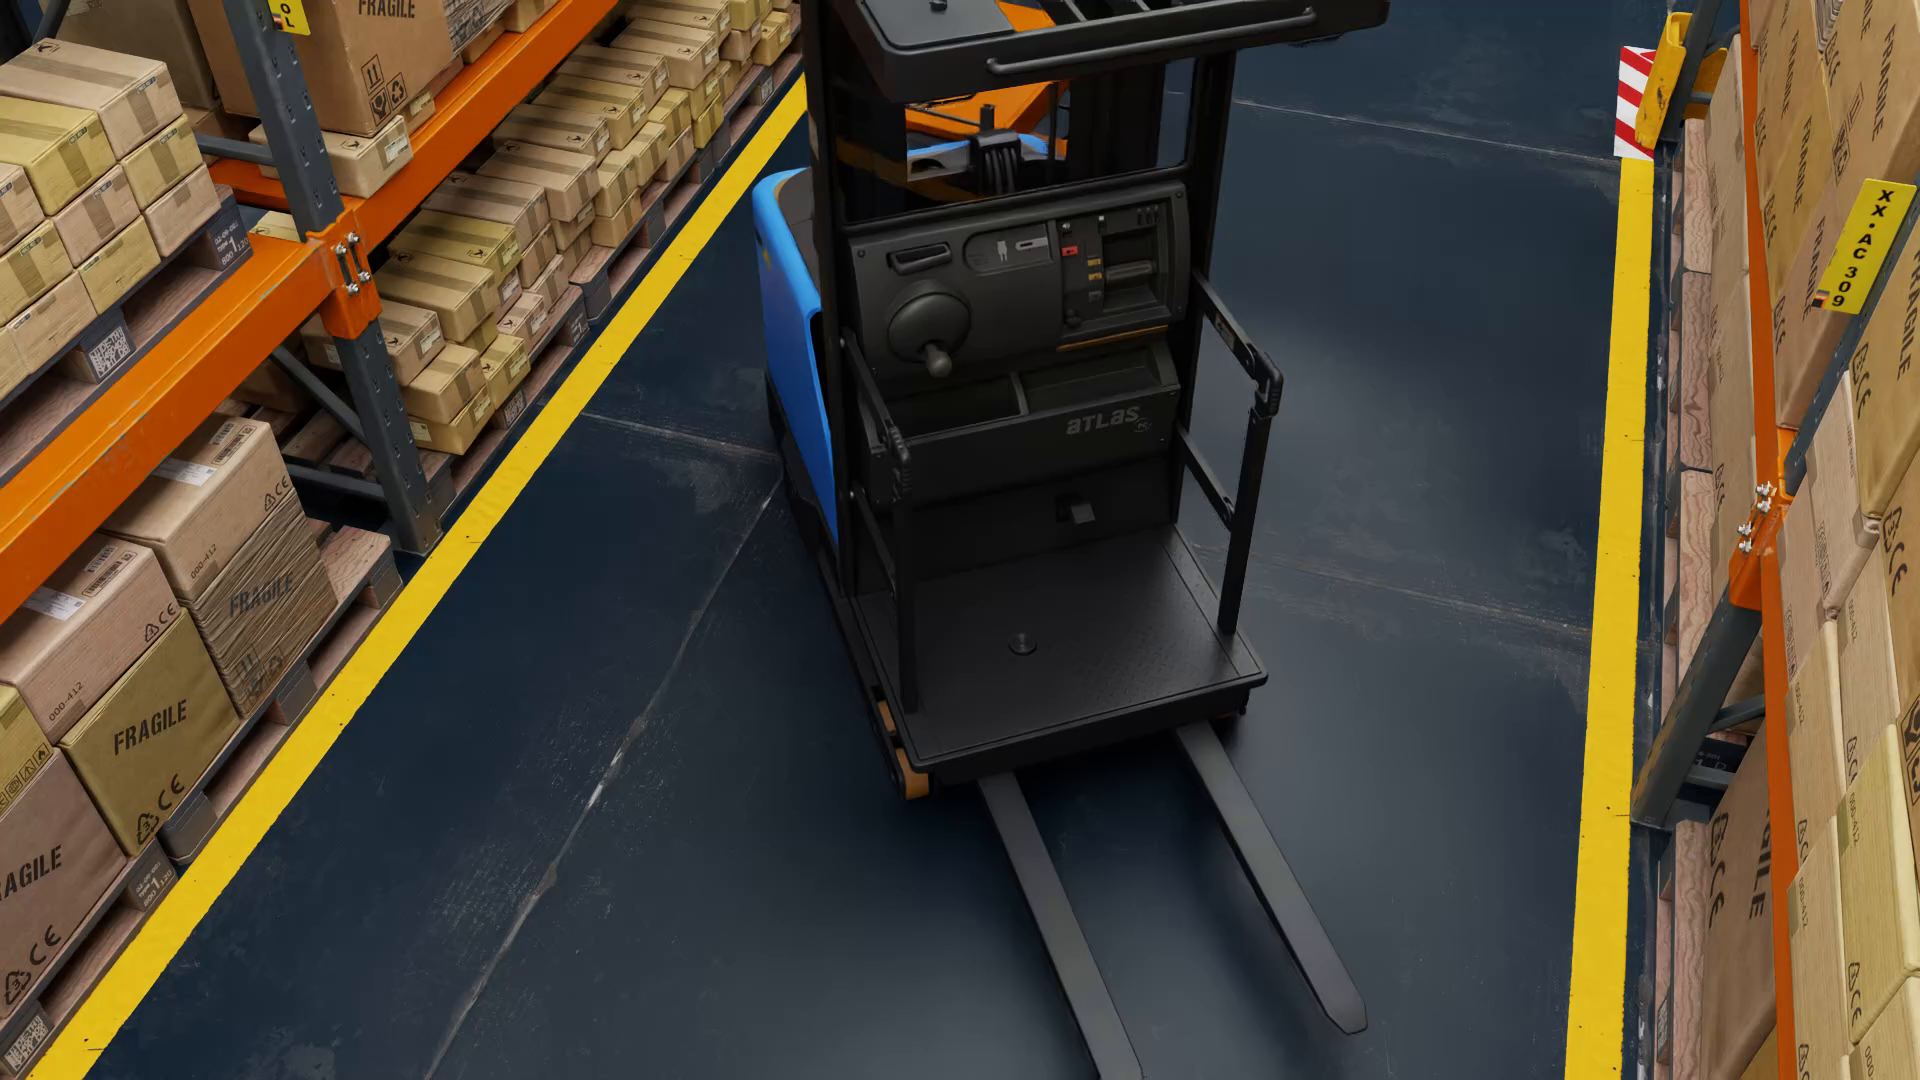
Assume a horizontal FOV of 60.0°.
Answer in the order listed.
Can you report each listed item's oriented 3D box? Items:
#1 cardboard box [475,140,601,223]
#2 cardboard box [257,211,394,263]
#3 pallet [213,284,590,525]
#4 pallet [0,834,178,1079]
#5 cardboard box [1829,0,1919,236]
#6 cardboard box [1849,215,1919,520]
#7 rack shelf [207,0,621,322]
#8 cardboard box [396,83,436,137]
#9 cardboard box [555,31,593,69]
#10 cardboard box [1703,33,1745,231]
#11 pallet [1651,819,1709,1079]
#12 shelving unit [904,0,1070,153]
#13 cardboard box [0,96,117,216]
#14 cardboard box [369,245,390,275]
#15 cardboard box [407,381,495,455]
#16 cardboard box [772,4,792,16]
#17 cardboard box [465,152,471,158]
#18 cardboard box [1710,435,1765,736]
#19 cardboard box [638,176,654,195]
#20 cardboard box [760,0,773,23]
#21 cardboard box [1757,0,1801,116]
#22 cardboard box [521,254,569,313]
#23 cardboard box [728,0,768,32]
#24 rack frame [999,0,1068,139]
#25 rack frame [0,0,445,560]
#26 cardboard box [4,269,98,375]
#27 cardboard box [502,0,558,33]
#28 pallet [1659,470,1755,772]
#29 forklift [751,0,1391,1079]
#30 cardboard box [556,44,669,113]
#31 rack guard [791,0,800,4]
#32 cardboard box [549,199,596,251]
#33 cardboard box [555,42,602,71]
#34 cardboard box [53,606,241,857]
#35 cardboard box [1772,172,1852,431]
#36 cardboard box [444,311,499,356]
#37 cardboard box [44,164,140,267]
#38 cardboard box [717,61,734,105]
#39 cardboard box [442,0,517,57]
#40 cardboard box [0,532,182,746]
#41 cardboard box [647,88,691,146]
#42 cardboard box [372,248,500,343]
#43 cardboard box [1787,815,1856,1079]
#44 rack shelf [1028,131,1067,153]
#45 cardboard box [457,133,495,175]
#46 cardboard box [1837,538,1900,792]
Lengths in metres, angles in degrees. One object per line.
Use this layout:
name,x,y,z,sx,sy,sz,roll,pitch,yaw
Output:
cardboard box,-1.599,-1.364,6.312,0.380,0.149,0.250,13,46,13
cardboard box,-2.315,-1.135,6.078,0.380,0.149,0.250,12,46,12
pallet,-2.113,-0.612,6.224,1.003,0.211,1.213,13,46,13
pallet,-2.885,1.179,4.395,1.003,0.211,1.213,13,46,13
cardboard box,2.345,-0.938,3.778,0.500,0.500,0.500,12,46,12
cardboard box,2.058,-0.333,3.159,0.500,0.500,0.500,13,46,13
rack shelf,-1.677,-2.229,6.398,1.077,0.370,4.000,13,46,13
cardboard box,-1.878,-1.371,5.186,0.380,0.149,0.250,14,46,14
cardboard box,-1.810,-2.170,7.136,0.380,0.149,0.250,14,46,14
cardboard box,3.572,-1.611,6.784,0.875,0.438,0.875,11,45,11
pallet,2.304,1.355,4.214,1.003,0.211,1.213,13,46,13
shelving unit,0.107,-1.465,6.442,0.538,1.125,1.048,19,47,18
cardboard box,-2.299,-0.938,4.018,0.380,0.149,0.250,11,45,11
cardboard box,-2.356,-1.033,6.187,0.380,0.149,0.250,11,45,11
cardboard box,-1.866,-0.459,5.812,0.380,0.149,0.250,11,45,11
cardboard box,-1.032,-2.555,7.955,0.380,0.149,0.250,13,46,13
cardboard box,-2.098,-1.674,6.629,0.380,0.149,0.250,11,45,11
cardboard box,2.758,0.198,4.935,0.875,0.438,0.875,12,46,12
cardboard box,-1.505,-1.524,6.900,0.380,0.149,0.250,14,46,14
cardboard box,-1.090,-2.482,7.667,0.380,0.149,0.250,12,46,12
cardboard box,2.824,-1.599,5.168,0.500,0.500,0.500,14,46,14
cardboard box,-1.731,-0.993,6.358,0.380,0.149,0.250,12,46,12
cardboard box,-1.078,-2.402,7.372,0.380,0.149,0.250,12,46,12
rack frame,0.329,-1.784,6.769,0.500,1.125,0.032,19,47,18
rack frame,-2.283,-1.153,4.784,1.000,3.000,0.127,13,46,13
cardboard box,-2.370,-0.568,4.065,0.380,0.149,0.250,12,46,12
cardboard box,-1.620,-1.894,5.720,0.380,0.149,0.250,13,46,13
pallet,2.770,0.334,5.257,1.003,0.211,1.213,13,46,13
forklift,0.241,-0.597,4.264,1.130,2.935,3.031,-13,46,-13
cardboard box,-1.431,-1.899,6.859,0.380,0.149,0.250,11,45,11
rack guard,-1.094,-2.875,8.331,1.175,0.500,0.348,13,46,13
cardboard box,-1.647,-1.280,6.439,0.380,0.149,0.250,15,46,14
cardboard box,-1.772,-2.064,7.240,0.380,0.149,0.250,11,45,11
cardboard box,-2.422,0.479,4.603,0.500,0.500,0.500,12,46,12
cardboard box,2.362,-0.571,4.117,0.500,0.500,0.500,13,46,13
cardboard box,-1.877,-0.752,5.899,0.380,0.149,0.250,13,46,13
cardboard box,-2.294,-0.837,4.127,0.380,0.149,0.250,13,46,13
cardboard box,-1.238,-2.037,7.425,0.380,0.149,0.250,13,46,13
cardboard box,-1.750,-1.903,5.266,0.500,0.500,0.500,13,46,12
cardboard box,-2.436,0.212,4.339,0.500,0.250,0.500,15,46,14
cardboard box,-1.355,-1.783,6.953,0.380,0.149,0.250,15,46,15
cardboard box,-1.841,-0.854,5.790,0.380,0.149,0.250,15,46,14
cardboard box,1.755,0.802,2.892,0.500,0.250,0.500,12,46,12
rack shelf,0.107,-1.290,6.613,0.538,0.278,1.000,19,47,18
cardboard box,-2.027,-1.528,6.692,0.380,0.149,0.250,11,45,11
cardboard box,1.932,0.290,3.059,0.500,0.250,0.500,13,46,13
